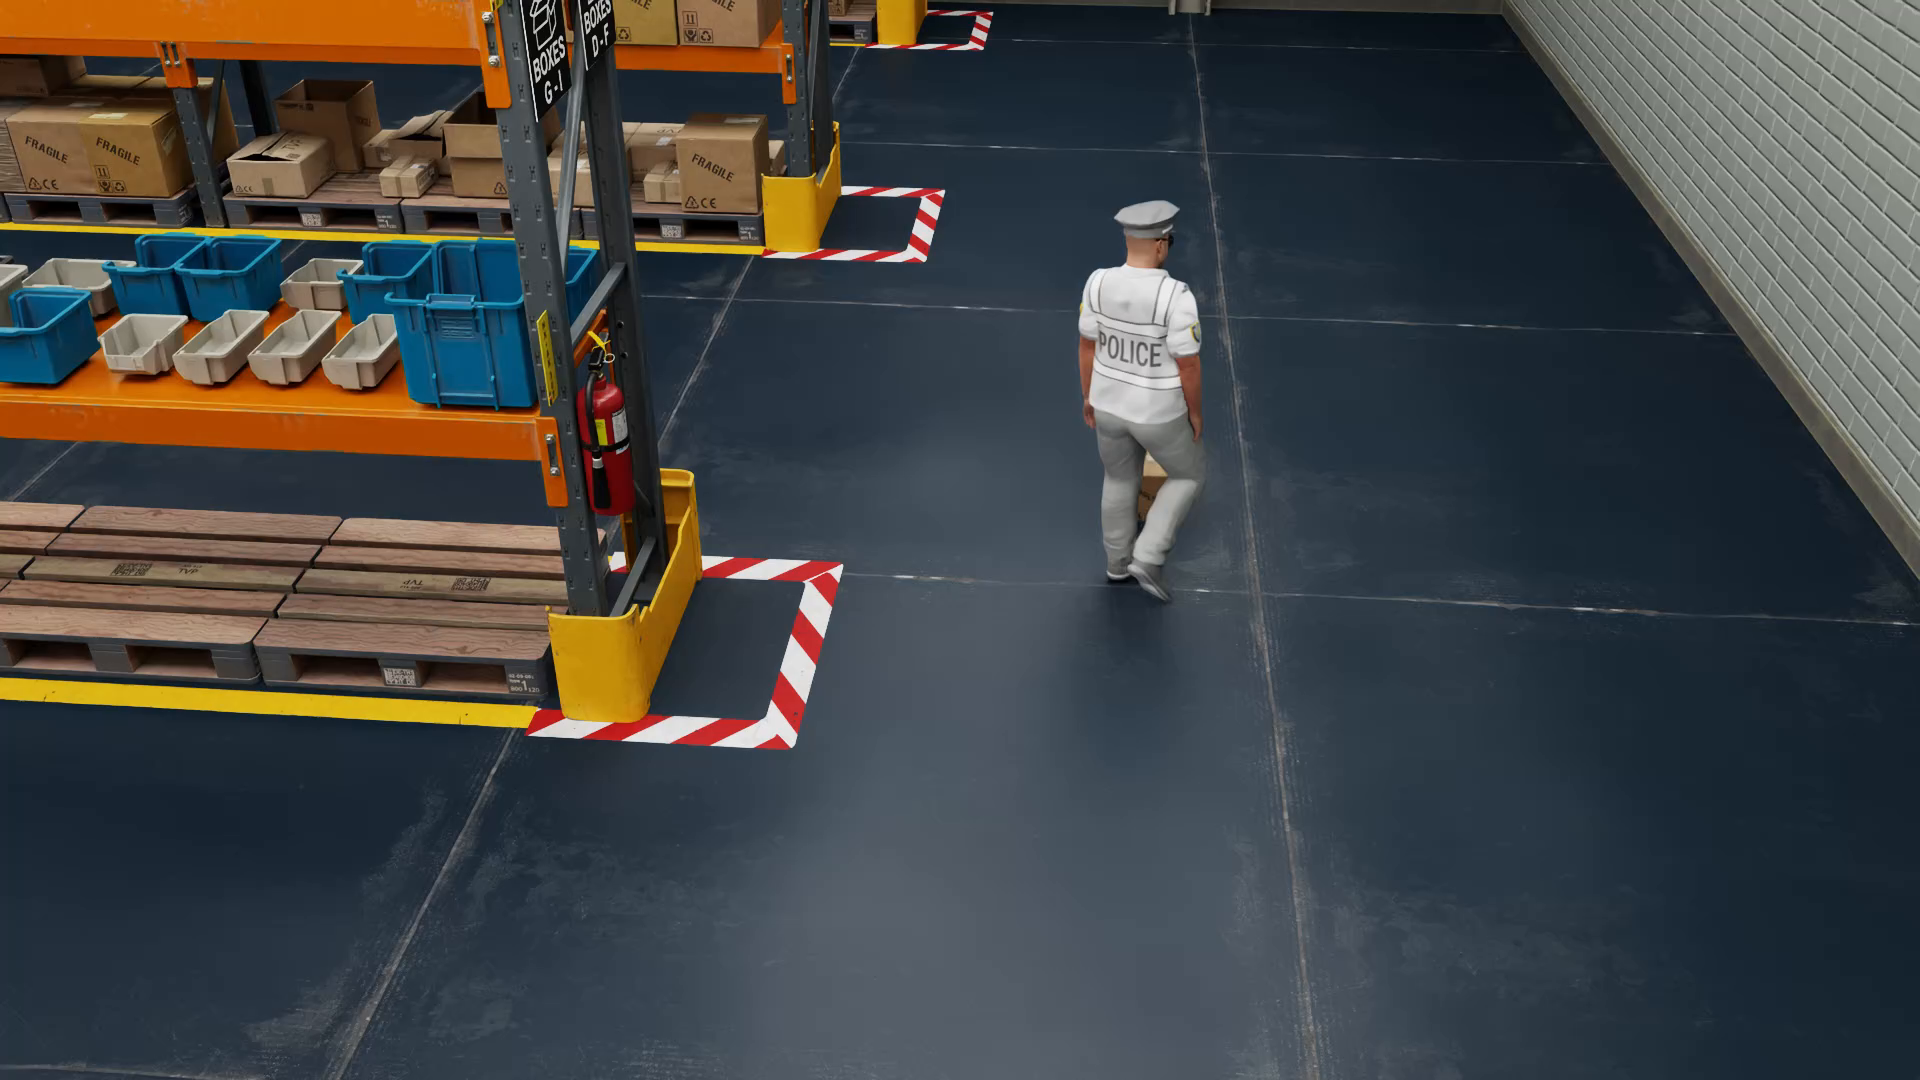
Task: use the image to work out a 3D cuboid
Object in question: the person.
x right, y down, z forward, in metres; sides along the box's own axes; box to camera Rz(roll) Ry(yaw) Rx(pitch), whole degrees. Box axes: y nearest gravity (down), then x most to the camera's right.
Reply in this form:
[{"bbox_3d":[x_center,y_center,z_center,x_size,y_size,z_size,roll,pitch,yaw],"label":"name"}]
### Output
[{"bbox_3d":[0.765,-0.564,7.038,0.557,1.760,0.520,19,36,28],"label":"person"}]
